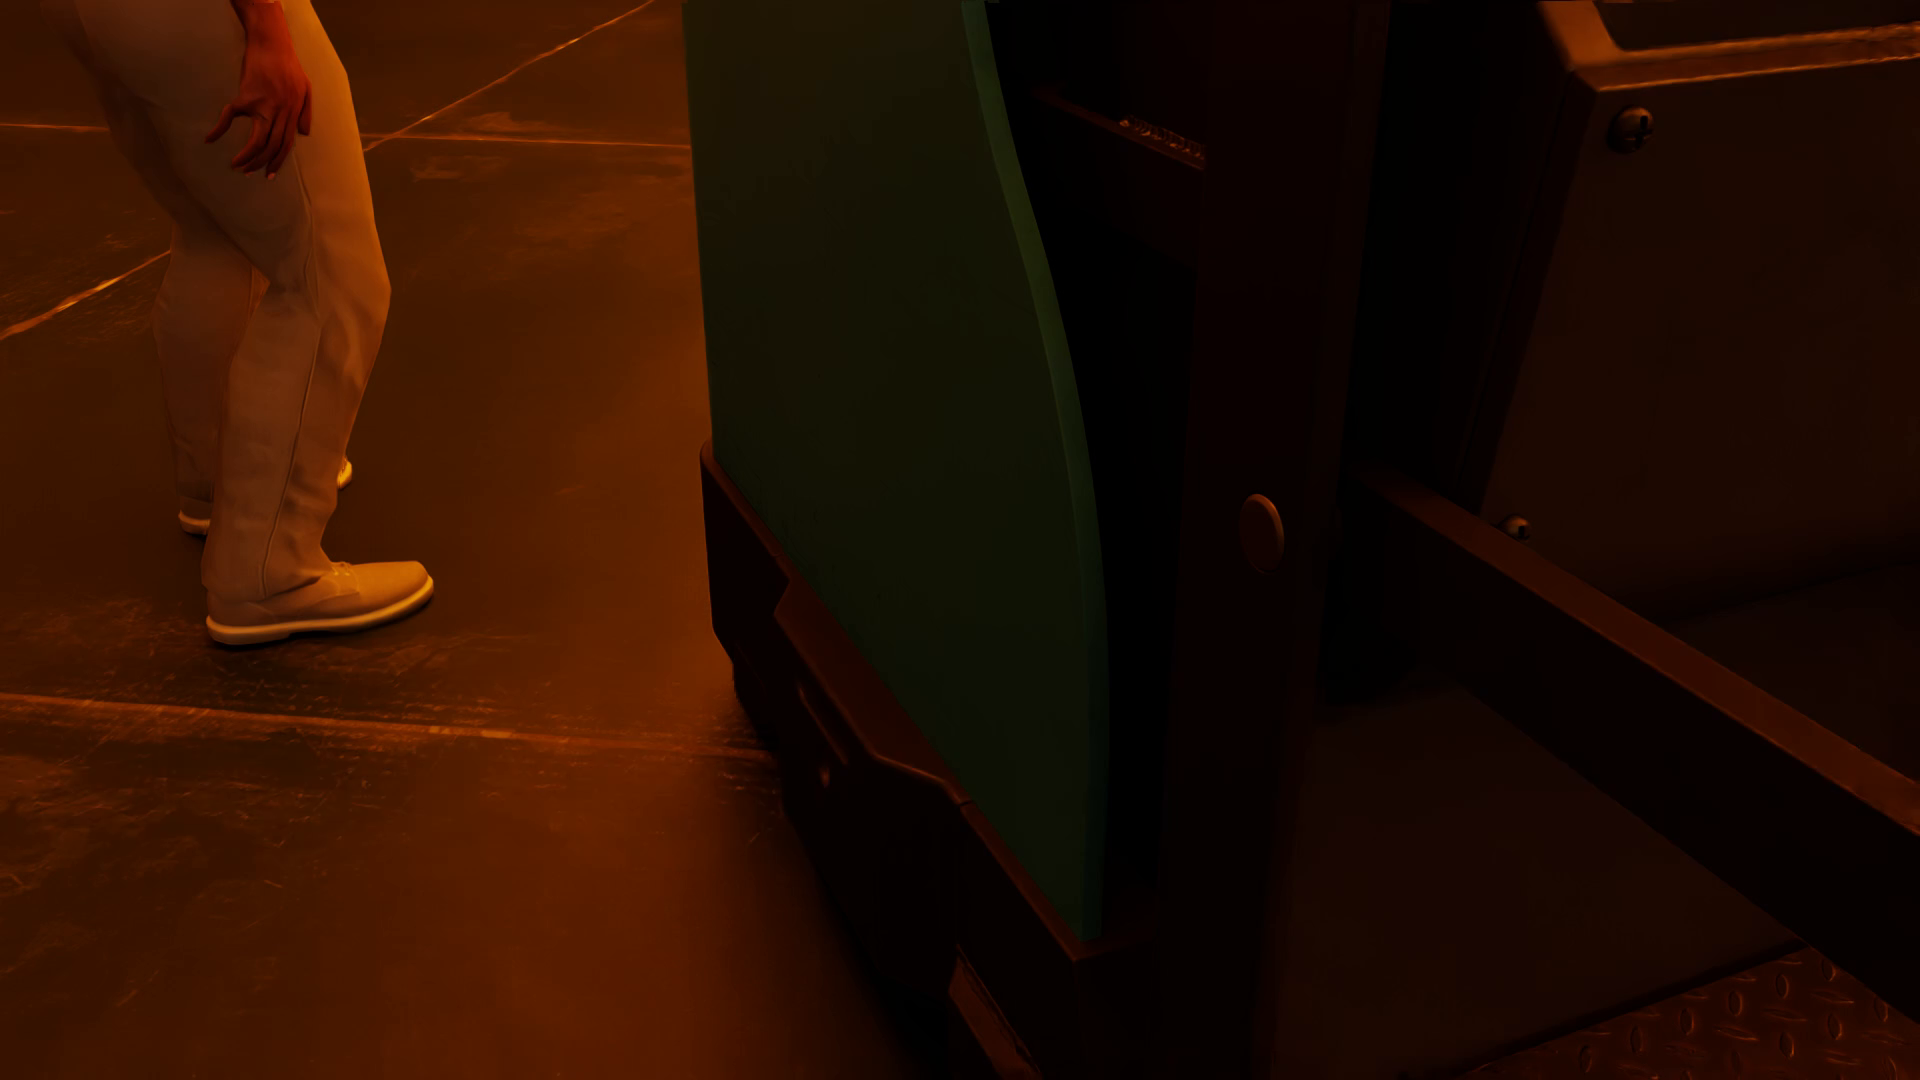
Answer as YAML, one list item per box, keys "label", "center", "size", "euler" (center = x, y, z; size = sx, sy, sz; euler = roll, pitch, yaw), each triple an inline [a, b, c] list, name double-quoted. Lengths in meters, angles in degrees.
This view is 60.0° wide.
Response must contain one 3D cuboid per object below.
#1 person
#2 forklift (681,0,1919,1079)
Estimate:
- label: "person"
  center: [-0.933, -0.674, 2.029]
  size: [0.377, 1.633, 0.727]
  euler: [-21, 33, -36]
- label: "forklift"
  center: [0.738, -0.645, 0.509]
  size: [1.130, 2.935, 3.031]
  euler: [-11, 29, -21]
